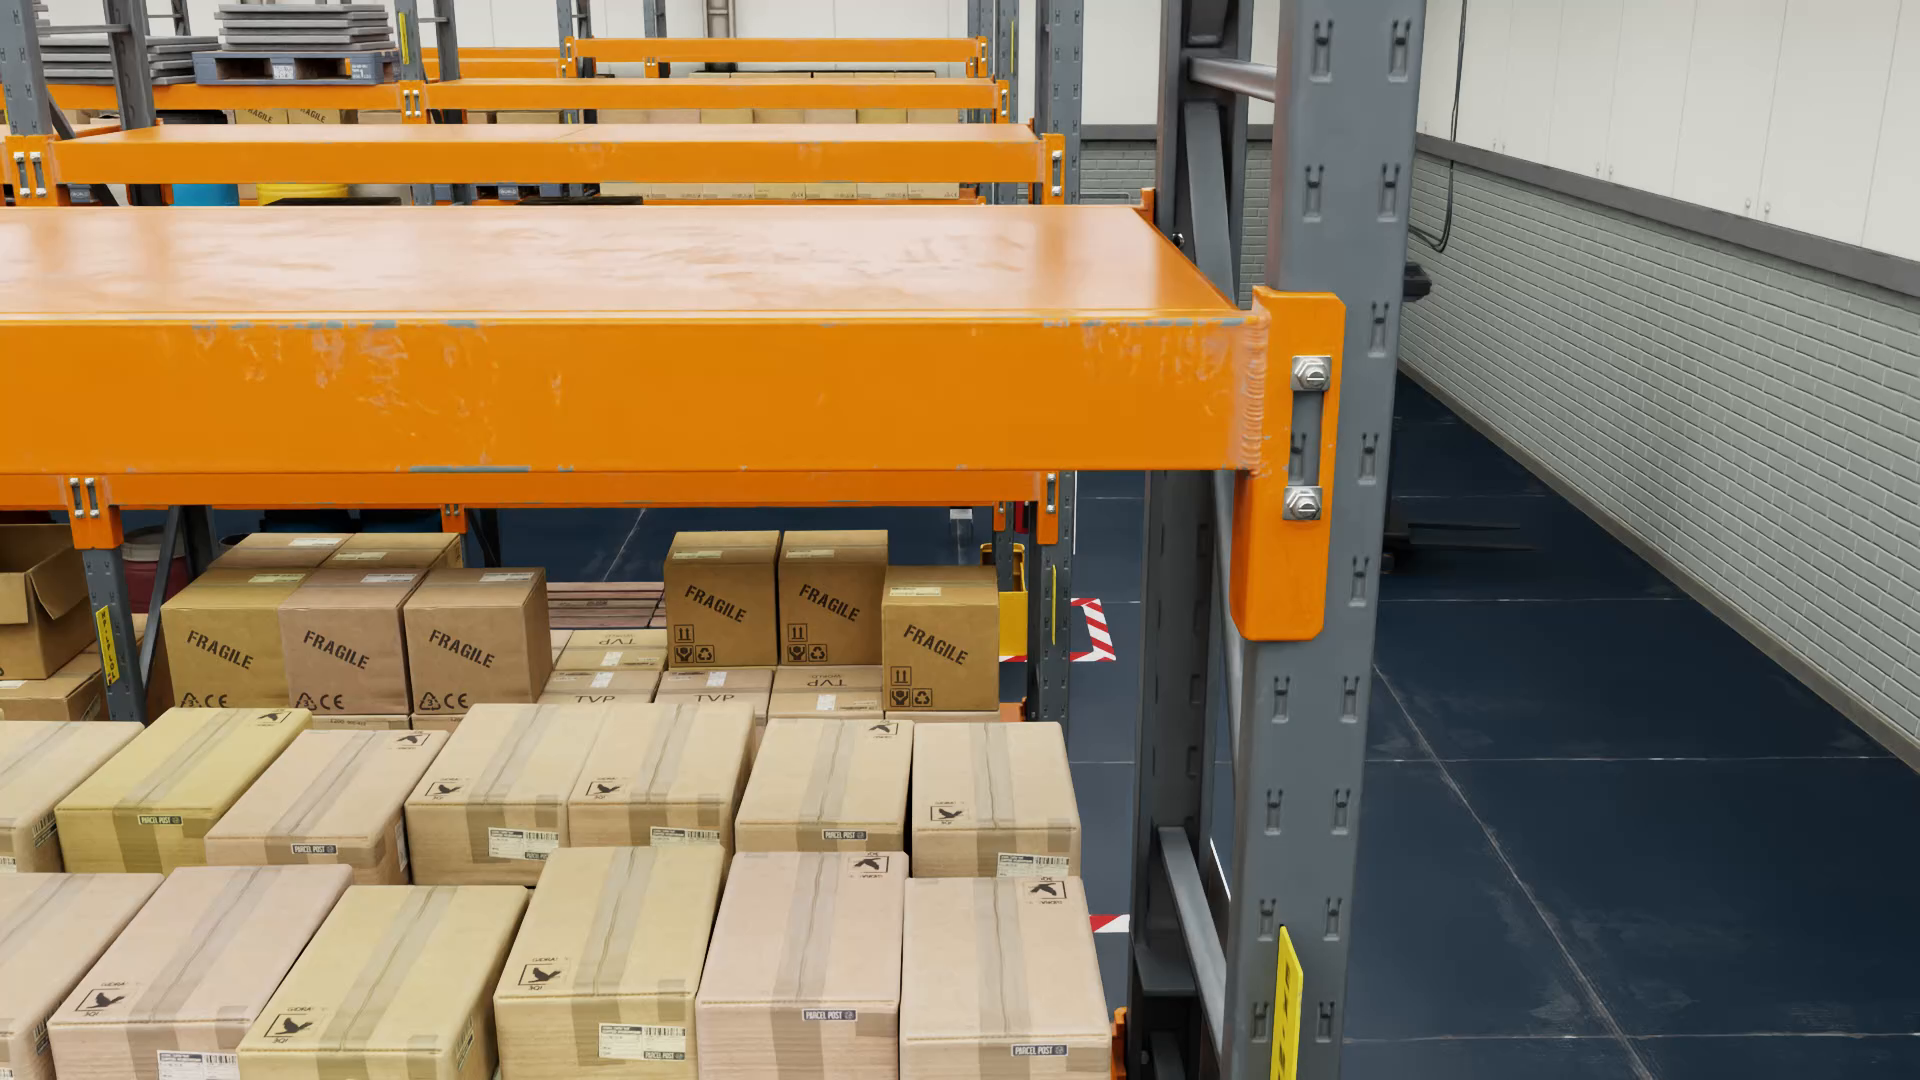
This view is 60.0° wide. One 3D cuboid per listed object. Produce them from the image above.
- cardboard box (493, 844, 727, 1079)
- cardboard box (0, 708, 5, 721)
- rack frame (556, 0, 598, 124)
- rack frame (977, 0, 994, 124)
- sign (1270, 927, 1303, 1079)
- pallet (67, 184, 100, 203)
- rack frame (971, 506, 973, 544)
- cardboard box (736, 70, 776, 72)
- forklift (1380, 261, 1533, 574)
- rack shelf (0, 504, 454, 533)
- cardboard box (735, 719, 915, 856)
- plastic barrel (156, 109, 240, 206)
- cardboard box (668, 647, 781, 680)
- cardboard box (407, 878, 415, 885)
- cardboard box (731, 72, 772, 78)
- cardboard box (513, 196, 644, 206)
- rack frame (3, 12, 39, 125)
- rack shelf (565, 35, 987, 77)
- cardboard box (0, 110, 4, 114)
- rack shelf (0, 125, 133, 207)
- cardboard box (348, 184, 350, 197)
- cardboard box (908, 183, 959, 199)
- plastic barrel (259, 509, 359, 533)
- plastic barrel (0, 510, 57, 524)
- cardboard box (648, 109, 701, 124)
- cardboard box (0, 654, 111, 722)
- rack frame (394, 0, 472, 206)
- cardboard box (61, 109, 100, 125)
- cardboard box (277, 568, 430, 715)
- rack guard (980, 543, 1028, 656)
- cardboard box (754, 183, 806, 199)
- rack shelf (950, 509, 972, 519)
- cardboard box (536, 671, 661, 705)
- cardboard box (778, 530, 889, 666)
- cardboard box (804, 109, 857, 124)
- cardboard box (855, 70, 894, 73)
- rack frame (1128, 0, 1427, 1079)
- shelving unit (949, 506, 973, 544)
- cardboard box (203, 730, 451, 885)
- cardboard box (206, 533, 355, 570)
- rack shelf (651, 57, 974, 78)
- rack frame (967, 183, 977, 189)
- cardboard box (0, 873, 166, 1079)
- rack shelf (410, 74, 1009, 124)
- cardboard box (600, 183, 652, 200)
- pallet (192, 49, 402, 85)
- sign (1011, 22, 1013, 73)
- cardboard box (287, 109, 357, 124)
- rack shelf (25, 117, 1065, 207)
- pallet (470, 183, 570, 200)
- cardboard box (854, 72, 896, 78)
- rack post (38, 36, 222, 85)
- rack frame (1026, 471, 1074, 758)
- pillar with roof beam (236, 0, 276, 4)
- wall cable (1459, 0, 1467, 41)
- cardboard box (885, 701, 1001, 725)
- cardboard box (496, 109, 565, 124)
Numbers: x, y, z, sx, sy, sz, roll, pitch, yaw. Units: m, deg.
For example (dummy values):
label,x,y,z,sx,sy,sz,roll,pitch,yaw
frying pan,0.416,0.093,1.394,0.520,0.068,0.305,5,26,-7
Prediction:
label,x,y,z,sx,sy,sz,roll,pitch,yaw
cardboard box,-0.455,0.566,2.236,0.250,0.149,0.380,-1,18,-3
cardboard box,-1.768,0.415,2.708,0.250,0.149,0.380,-1,18,-2
rack frame,-3.752,-5.091,16.187,0.127,3.000,1.000,0,18,-1
rack frame,0.248,-5.111,16.247,0.127,3.000,1.000,0,18,-1
sign,0.366,0.607,1.886,0.005,0.325,0.100,0,18,-1
pallet,-8.429,-3.523,16.519,1.003,0.211,1.213,1,18,2
rack frame,0.110,-0.429,14.912,0.006,0.900,0.240,0,18,-1
cardboard box,-2.623,-5.787,21.431,0.500,0.500,0.500,-1,18,-3
forklift,3.417,-1.282,14.247,3.031,2.935,1.130,3,18,9
rack shelf,-5.677,-0.370,12.467,4.000,0.370,1.077,0,18,-1
cardboard box,-0.205,0.430,2.661,0.250,0.149,0.380,0,18,1
plastic barrel,-5.382,-2.534,11.617,0.708,0.901,0.600,0,18,-1
cardboard box,-1.106,0.627,7.941,0.500,0.250,0.500,-1,18,-3
cardboard box,-1.093,0.616,2.732,0.500,0.250,0.500,0,18,0
cardboard box,-2.603,-5.631,20.948,0.500,0.500,0.500,-1,18,-2
cardboard box,-1.620,-1.302,7.044,0.500,0.250,0.500,-1,18,-3
rack frame,-11.833,-6.566,20.783,0.127,3.000,1.000,0,18,-1
rack shelf,-1.752,-4.757,16.328,4.000,0.370,1.077,0,18,-1
cardboard box,-12.330,-5.585,20.805,0.500,0.500,0.500,-2,18,-6
rack shelf,-5.599,-1.523,6.896,4.000,0.370,1.077,0,18,-1
cardboard box,-6.286,-3.709,16.624,0.500,0.500,0.910,0,18,-1
cardboard box,-0.262,-3.528,16.470,0.500,0.250,0.500,0,18,-1
plastic barrel,-4.930,0.078,12.641,0.708,0.901,0.600,0,18,-1
plastic barrel,-7.188,0.123,12.618,0.708,0.830,0.600,0,18,-1
cardboard box,-2.764,-4.160,16.394,0.500,0.500,0.700,0,18,-1
cardboard box,-4.063,0.829,7.390,0.500,0.500,0.500,0,18,-1
rack frame,-3.677,-3.579,11.471,0.127,3.000,1.000,0,18,-1
cardboard box,-11.285,-5.363,21.094,0.500,0.500,0.500,2,18,7
cardboard box,-2.624,0.439,7.299,0.500,0.500,0.500,0,18,-1
rack guard,0.346,0.445,12.842,0.348,0.500,1.175,0,18,-1
cardboard box,-1.762,-3.525,16.461,0.500,0.250,0.500,0,18,-1
rack shelf,0.008,-0.225,14.975,0.200,0.077,0.258,0,18,-1
cardboard box,-1.617,0.793,7.423,0.500,0.250,0.500,0,18,-1
cardboard box,-0.584,0.266,7.837,0.500,0.500,0.500,-1,18,-2
cardboard box,-1.265,-4.187,16.478,0.500,0.500,0.700,0,18,-1
cardboard box,-1.097,-5.799,21.469,0.500,0.500,0.500,-1,18,-2
rack frame,0.377,-0.570,2.092,0.127,3.000,1.000,0,18,-1
shelving unit,0.008,-0.429,14.910,0.210,0.900,0.258,0,18,-1
cardboard box,-0.977,0.443,2.619,0.250,0.149,0.380,0,18,1
cardboard box,-3.144,0.280,7.796,0.500,0.500,0.500,0,18,1
rack shelf,-1.834,-6.081,21.105,4.000,0.370,1.077,0,18,-1
rack frame,0.166,-3.767,21.880,0.127,3.000,1.000,0,18,-1
cardboard box,-1.231,0.590,2.162,0.250,0.149,0.380,0,18,0
rack shelf,-1.678,-3.055,11.672,4.000,0.370,1.077,0,18,-1
cardboard box,-3.262,-3.518,16.440,0.500,0.250,0.500,0,18,-1
pallet,-4.504,-3.285,11.519,1.213,0.211,1.003,0,18,-1
sign,0.347,-3.276,11.057,0.005,0.325,0.100,0,18,-1
cardboard box,-6.295,-4.173,16.433,0.500,0.500,0.500,0,18,-1
rack shelf,-1.600,-1.543,6.957,4.000,0.370,1.077,0,18,-1
pallet,-4.405,-3.592,16.731,1.003,0.211,1.213,0,18,-1
cardboard box,-1.062,-5.643,20.983,0.500,0.500,0.500,0,18,1
rack post,-5.699,-3.292,11.396,0.954,0.300,0.937,2,18,5
rack frame,0.400,0.771,7.732,0.127,3.000,1.000,0,18,-1
pillar with roof beam,-9.079,-5.528,17.549,0.400,9.000,9.100,0,18,-1
wall cable,5.869,-6.642,17.836,0.112,2.526,3.097,0,18,-1
cardboard box,-0.080,0.785,7.449,0.500,0.250,0.500,-1,18,-2
cardboard box,-4.257,-3.978,16.613,0.600,0.600,0.600,-2,18,-6
